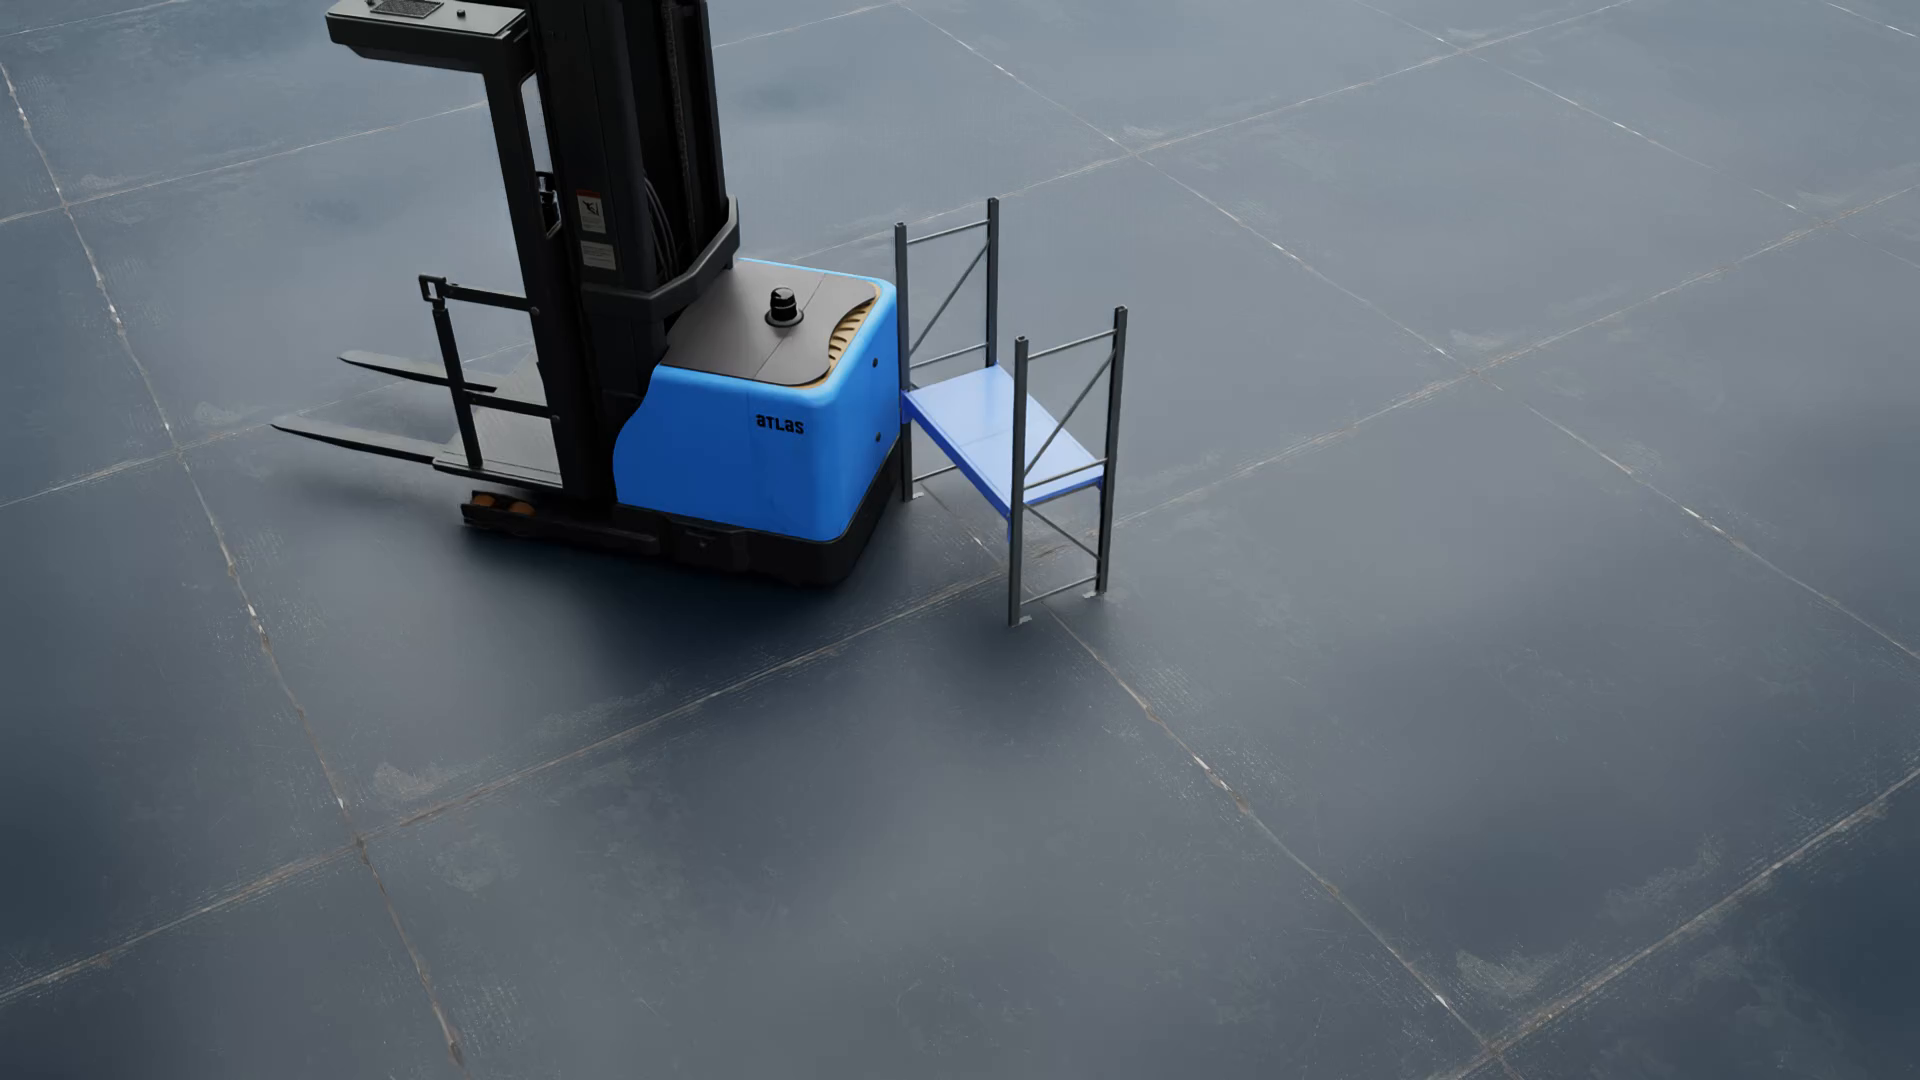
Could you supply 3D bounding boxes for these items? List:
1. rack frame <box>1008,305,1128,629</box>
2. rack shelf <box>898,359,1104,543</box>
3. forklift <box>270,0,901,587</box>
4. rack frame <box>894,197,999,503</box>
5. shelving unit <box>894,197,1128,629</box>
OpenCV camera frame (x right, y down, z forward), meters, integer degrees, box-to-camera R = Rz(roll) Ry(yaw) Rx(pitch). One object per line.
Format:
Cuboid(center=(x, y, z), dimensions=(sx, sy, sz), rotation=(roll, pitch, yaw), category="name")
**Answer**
Cuboid(center=(0.437, -0.271, 6.964), dimensions=(0.500, 1.500, 0.032), rotation=(-19, 44, -22), category="rack frame")
Cuboid(center=(0.191, -0.417, 7.421), dimensions=(0.538, 0.185, 1.000), rotation=(-19, 44, -22), category="rack shelf")
Cuboid(center=(-1.836, -1.452, 7.263), dimensions=(3.031, 2.935, 1.130), rotation=(11, 41, 13), category="forklift")
Cuboid(center=(-0.055, -0.840, 7.647), dimensions=(0.500, 1.500, 0.032), rotation=(-19, 44, -22), category="rack frame")
Cuboid(center=(0.191, -0.556, 7.306), dimensions=(0.538, 1.500, 1.048), rotation=(-19, 44, -22), category="shelving unit")
